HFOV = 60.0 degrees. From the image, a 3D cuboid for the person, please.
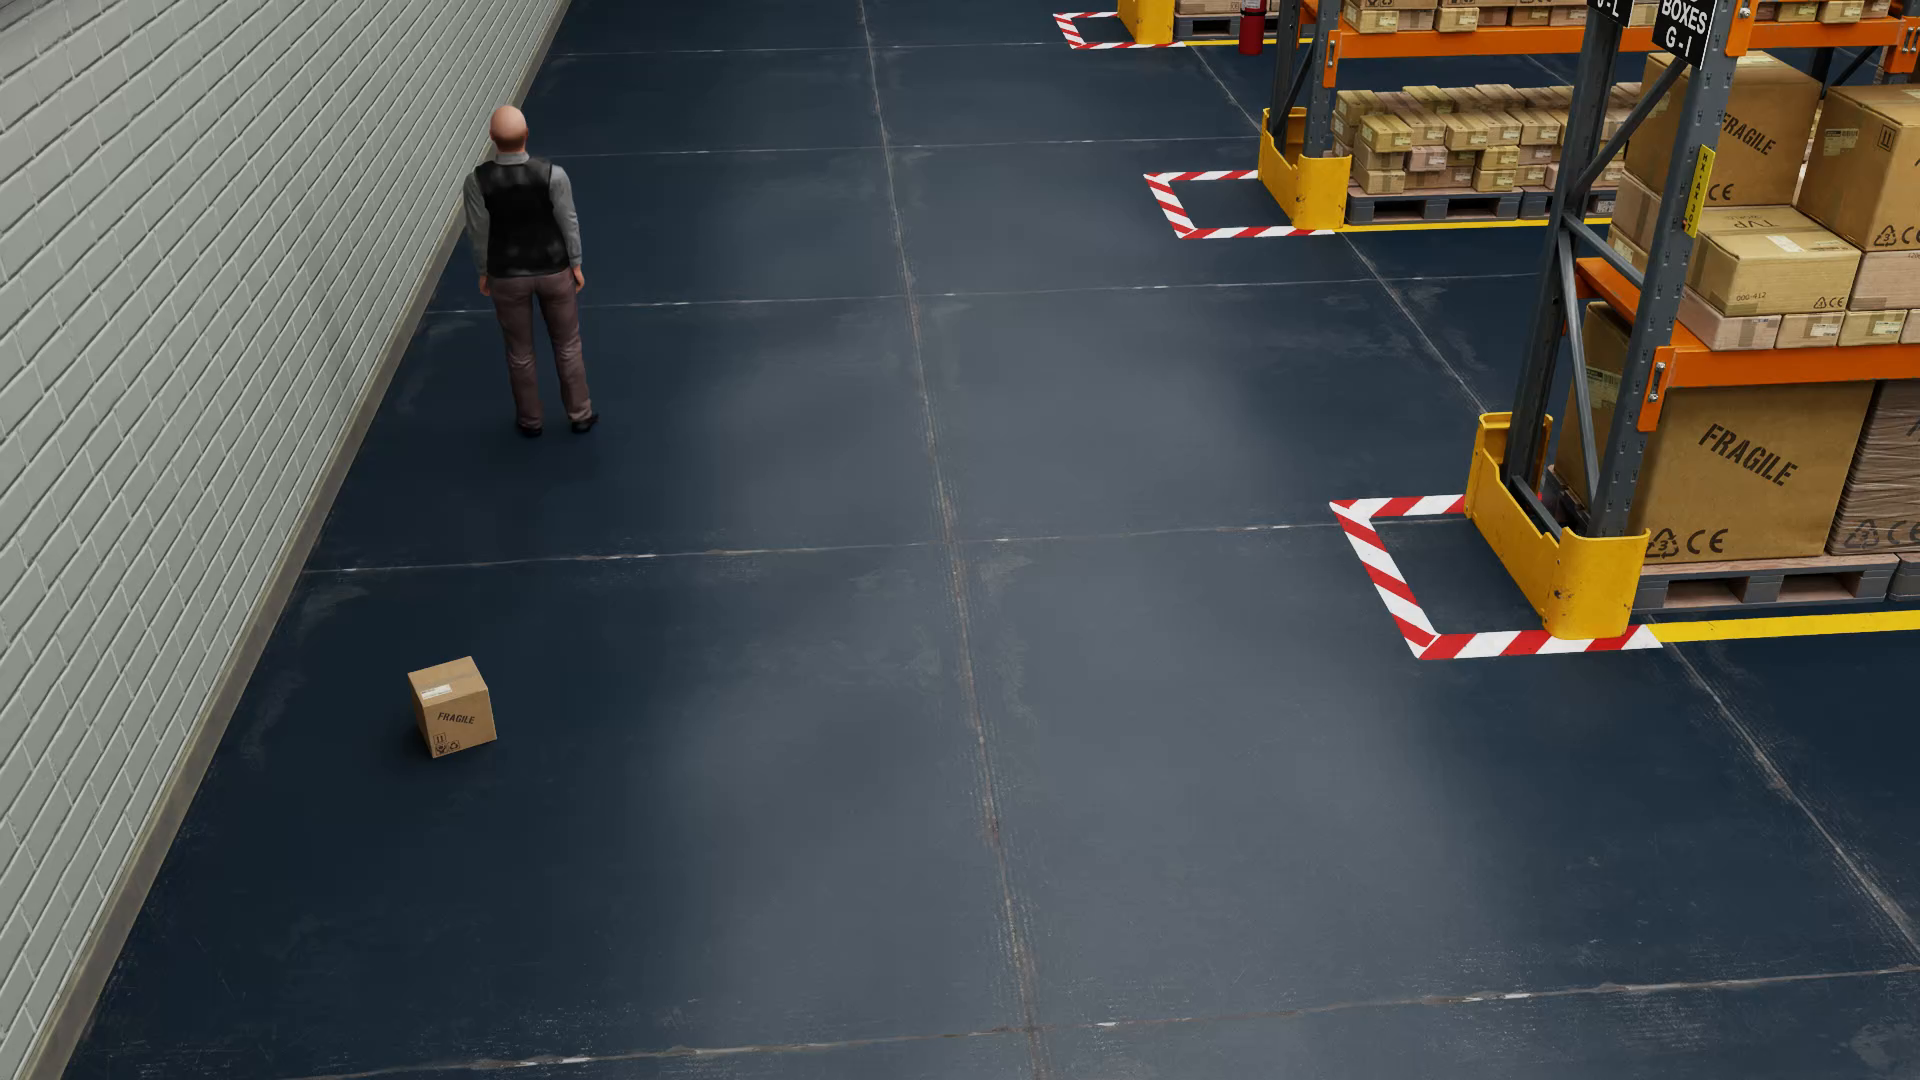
[{"bbox_3d":[-2.170,-1.334,8.393,0.538,1.745,0.378,-8,32,-13],"label":"person"}]
